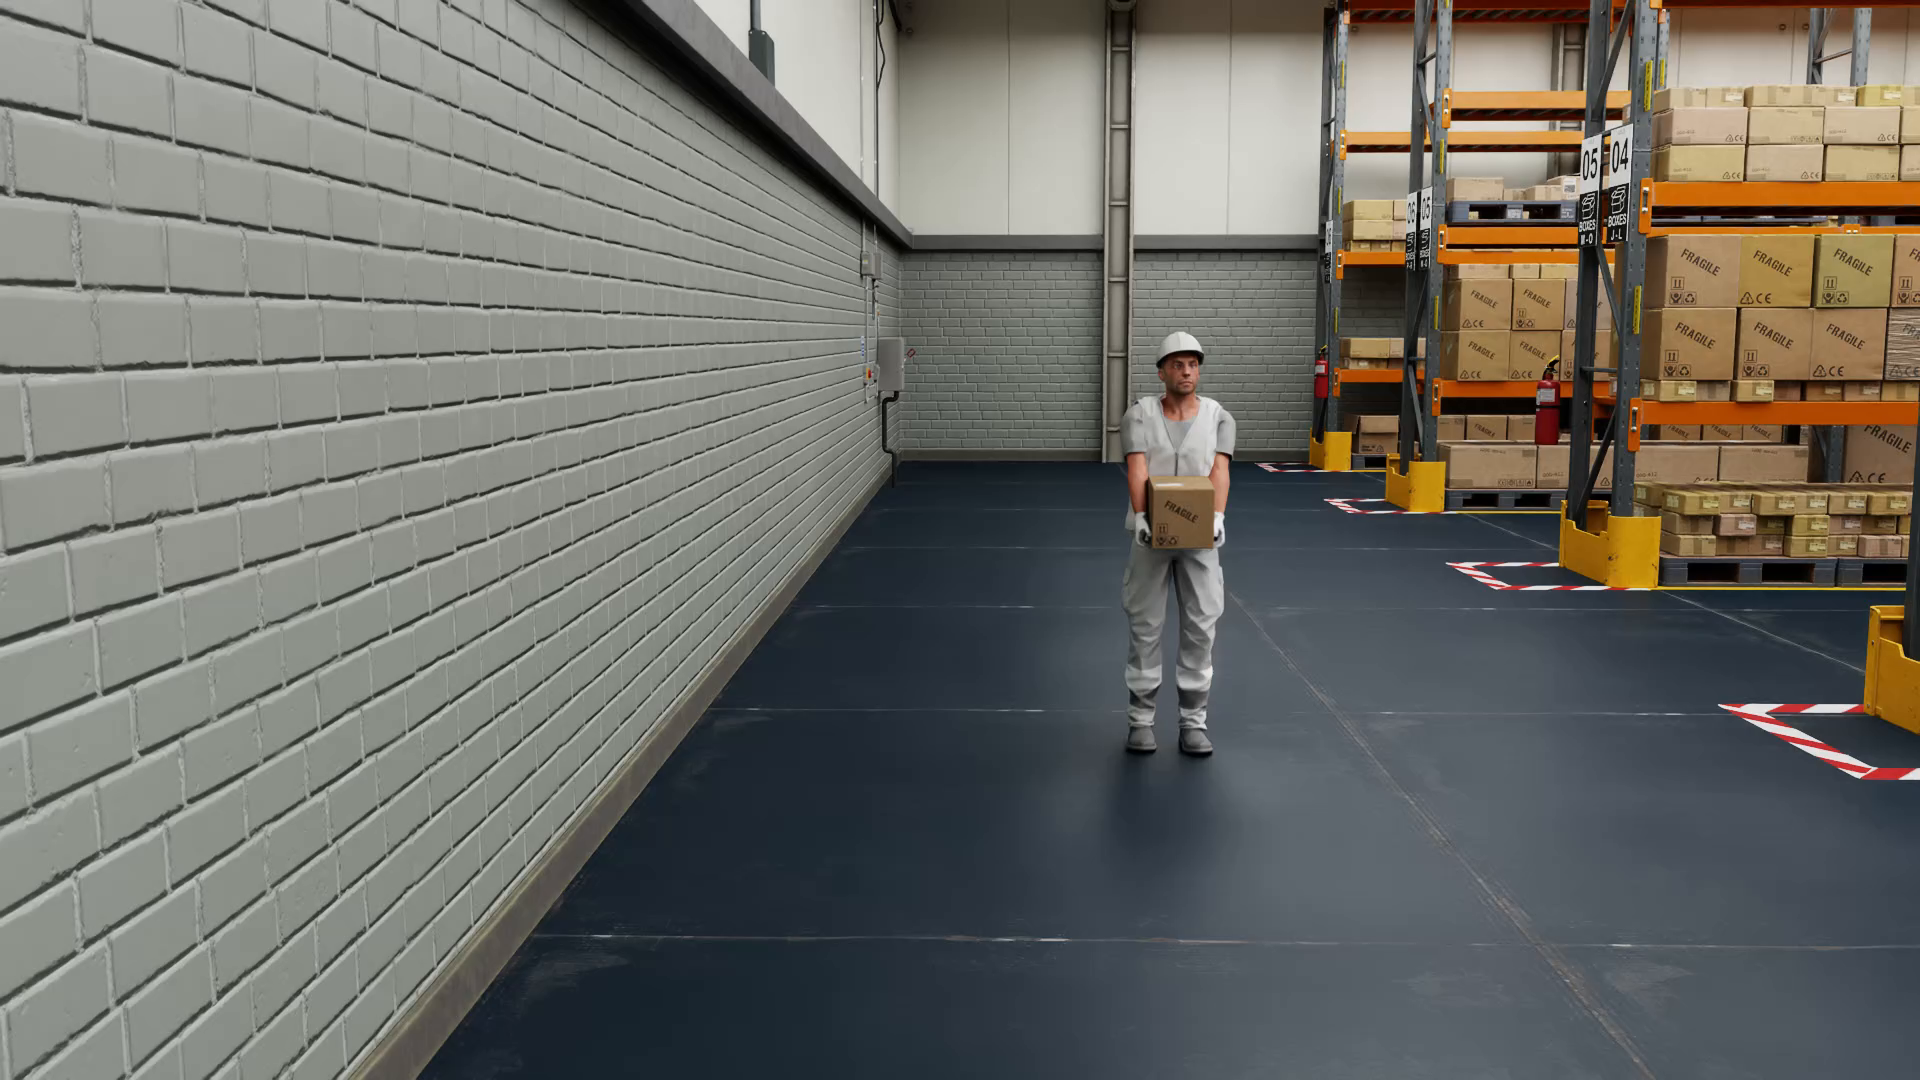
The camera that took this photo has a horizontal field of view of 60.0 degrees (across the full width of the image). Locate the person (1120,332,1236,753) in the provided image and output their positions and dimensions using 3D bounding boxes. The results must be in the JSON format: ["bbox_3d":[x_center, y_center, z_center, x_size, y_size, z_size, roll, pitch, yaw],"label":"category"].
[{"bbox_3d":[0.926,0.018,7.032,0.495,1.786,0.558,0,7,2],"label":"person"}]
